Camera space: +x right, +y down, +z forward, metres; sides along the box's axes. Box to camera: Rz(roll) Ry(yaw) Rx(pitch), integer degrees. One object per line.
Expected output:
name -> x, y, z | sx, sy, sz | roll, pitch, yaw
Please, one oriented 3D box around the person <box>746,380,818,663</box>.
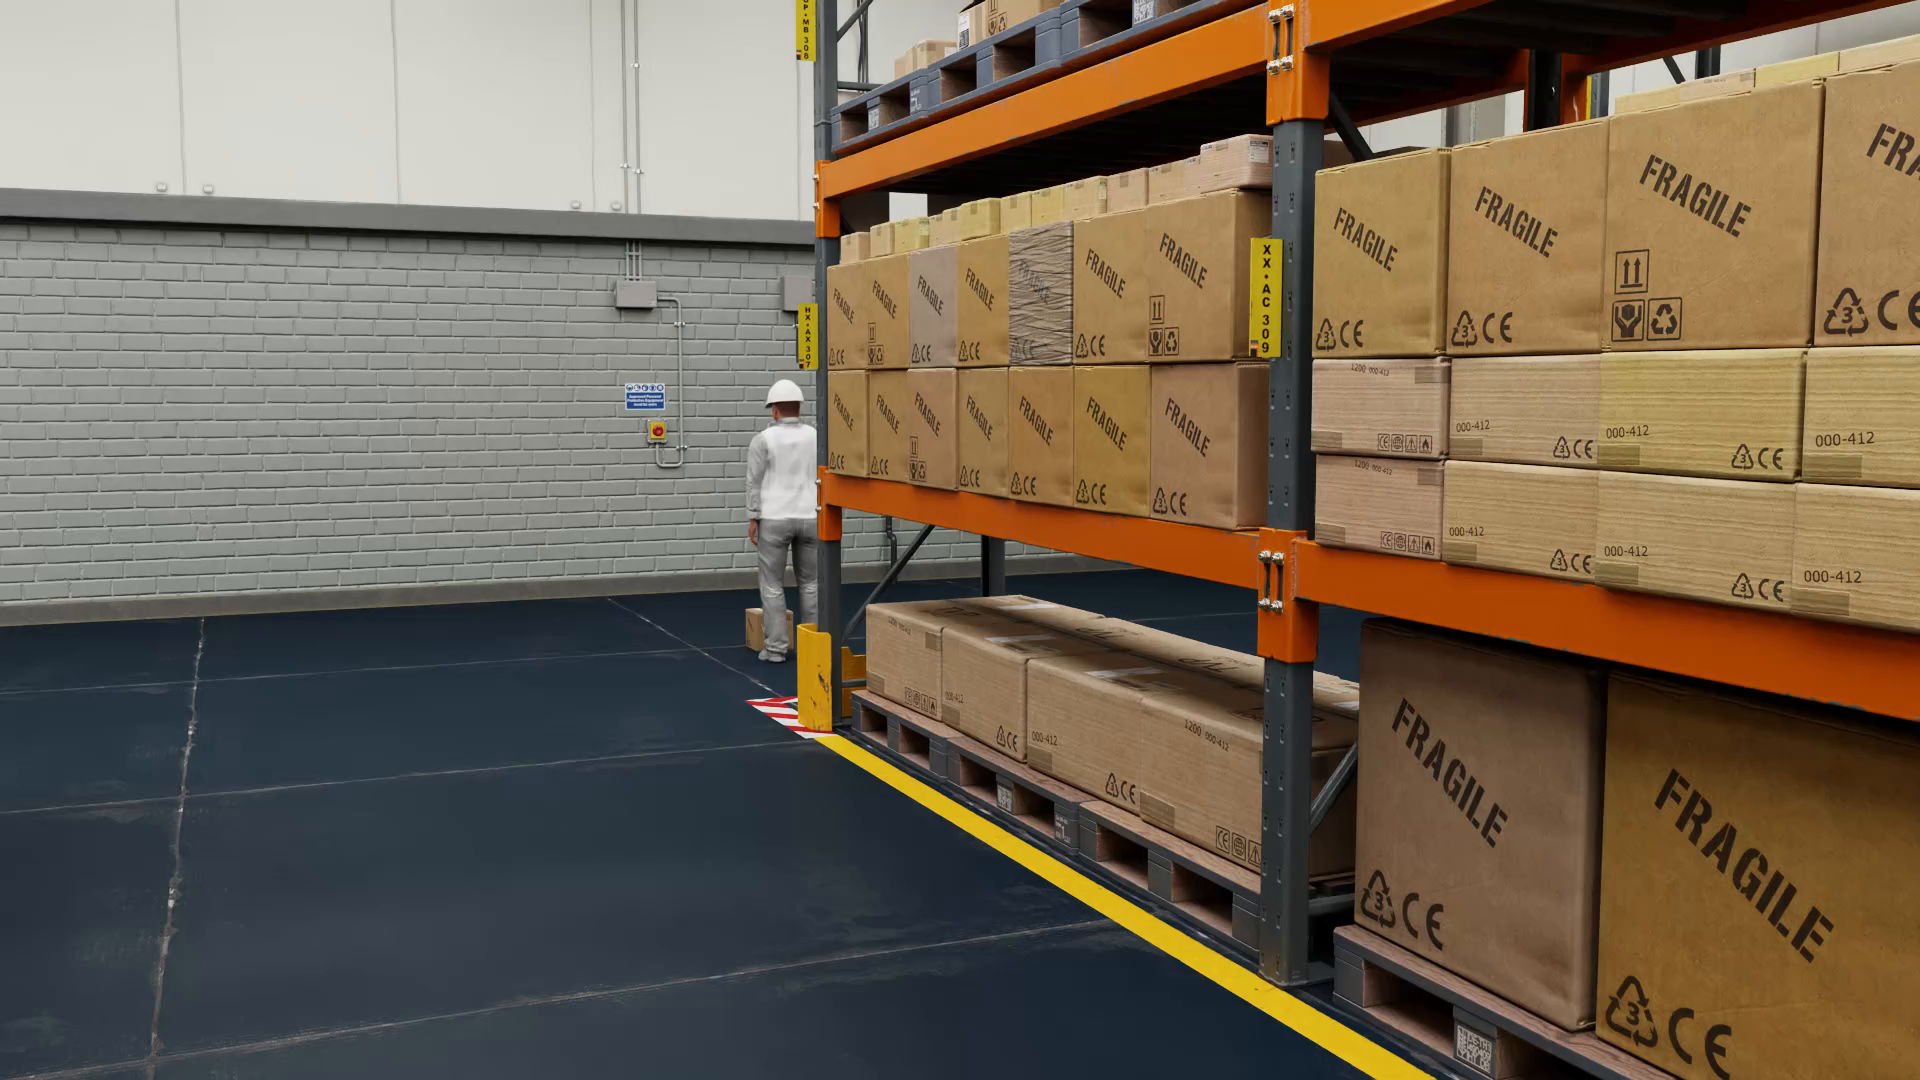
person -> -1.079, -0.119, 10.470 | 0.515, 1.767, 0.356 | -2, 6, -23
